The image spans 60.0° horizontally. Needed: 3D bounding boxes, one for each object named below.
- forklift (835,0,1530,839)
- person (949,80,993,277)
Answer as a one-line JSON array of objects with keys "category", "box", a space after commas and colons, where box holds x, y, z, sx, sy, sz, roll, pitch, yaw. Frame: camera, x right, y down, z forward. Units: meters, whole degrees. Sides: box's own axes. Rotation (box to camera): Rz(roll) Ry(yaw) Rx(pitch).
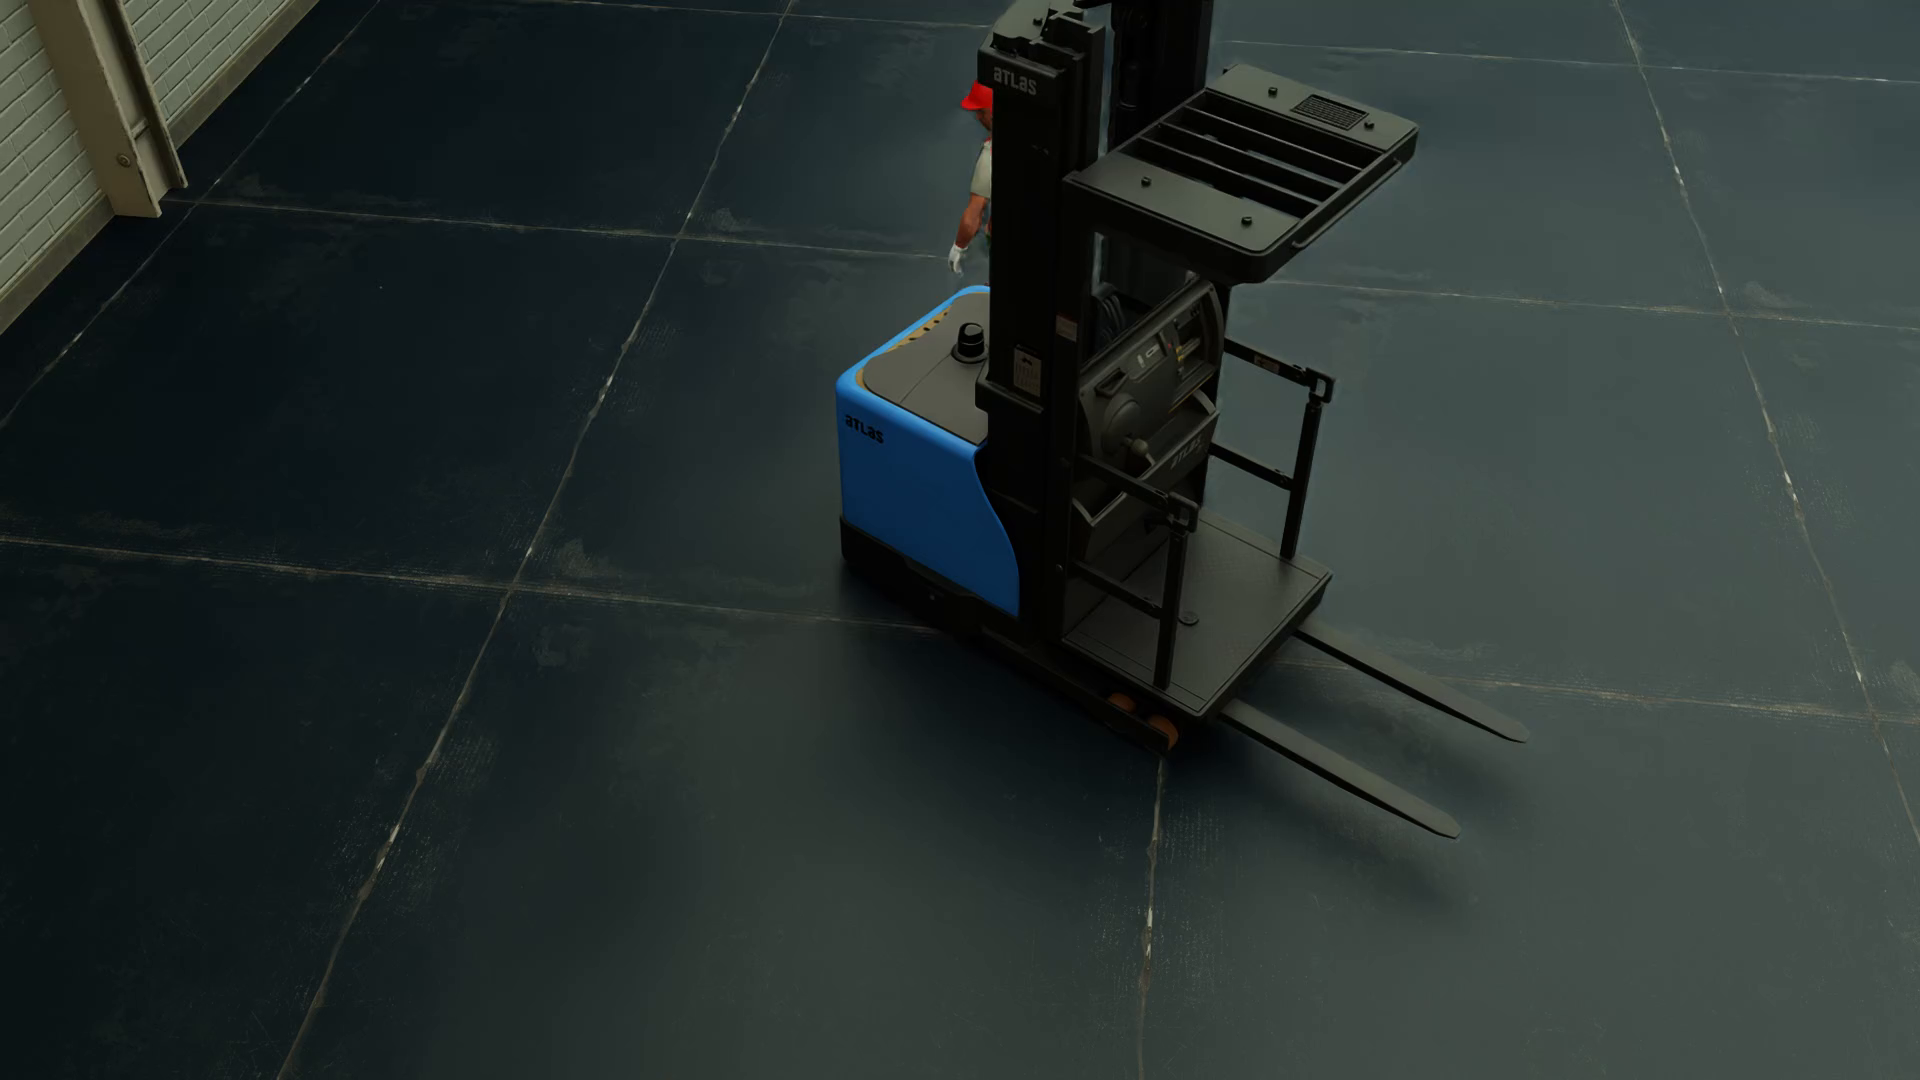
[{"category": "forklift", "box": [0.916, -0.598, 6.375, 3.031, 2.935, 1.130, 29, 50, 28]}, {"category": "person", "box": [0.248, -1.629, 8.546, 0.662, 1.553, 0.843, -6, 43, -7]}]
